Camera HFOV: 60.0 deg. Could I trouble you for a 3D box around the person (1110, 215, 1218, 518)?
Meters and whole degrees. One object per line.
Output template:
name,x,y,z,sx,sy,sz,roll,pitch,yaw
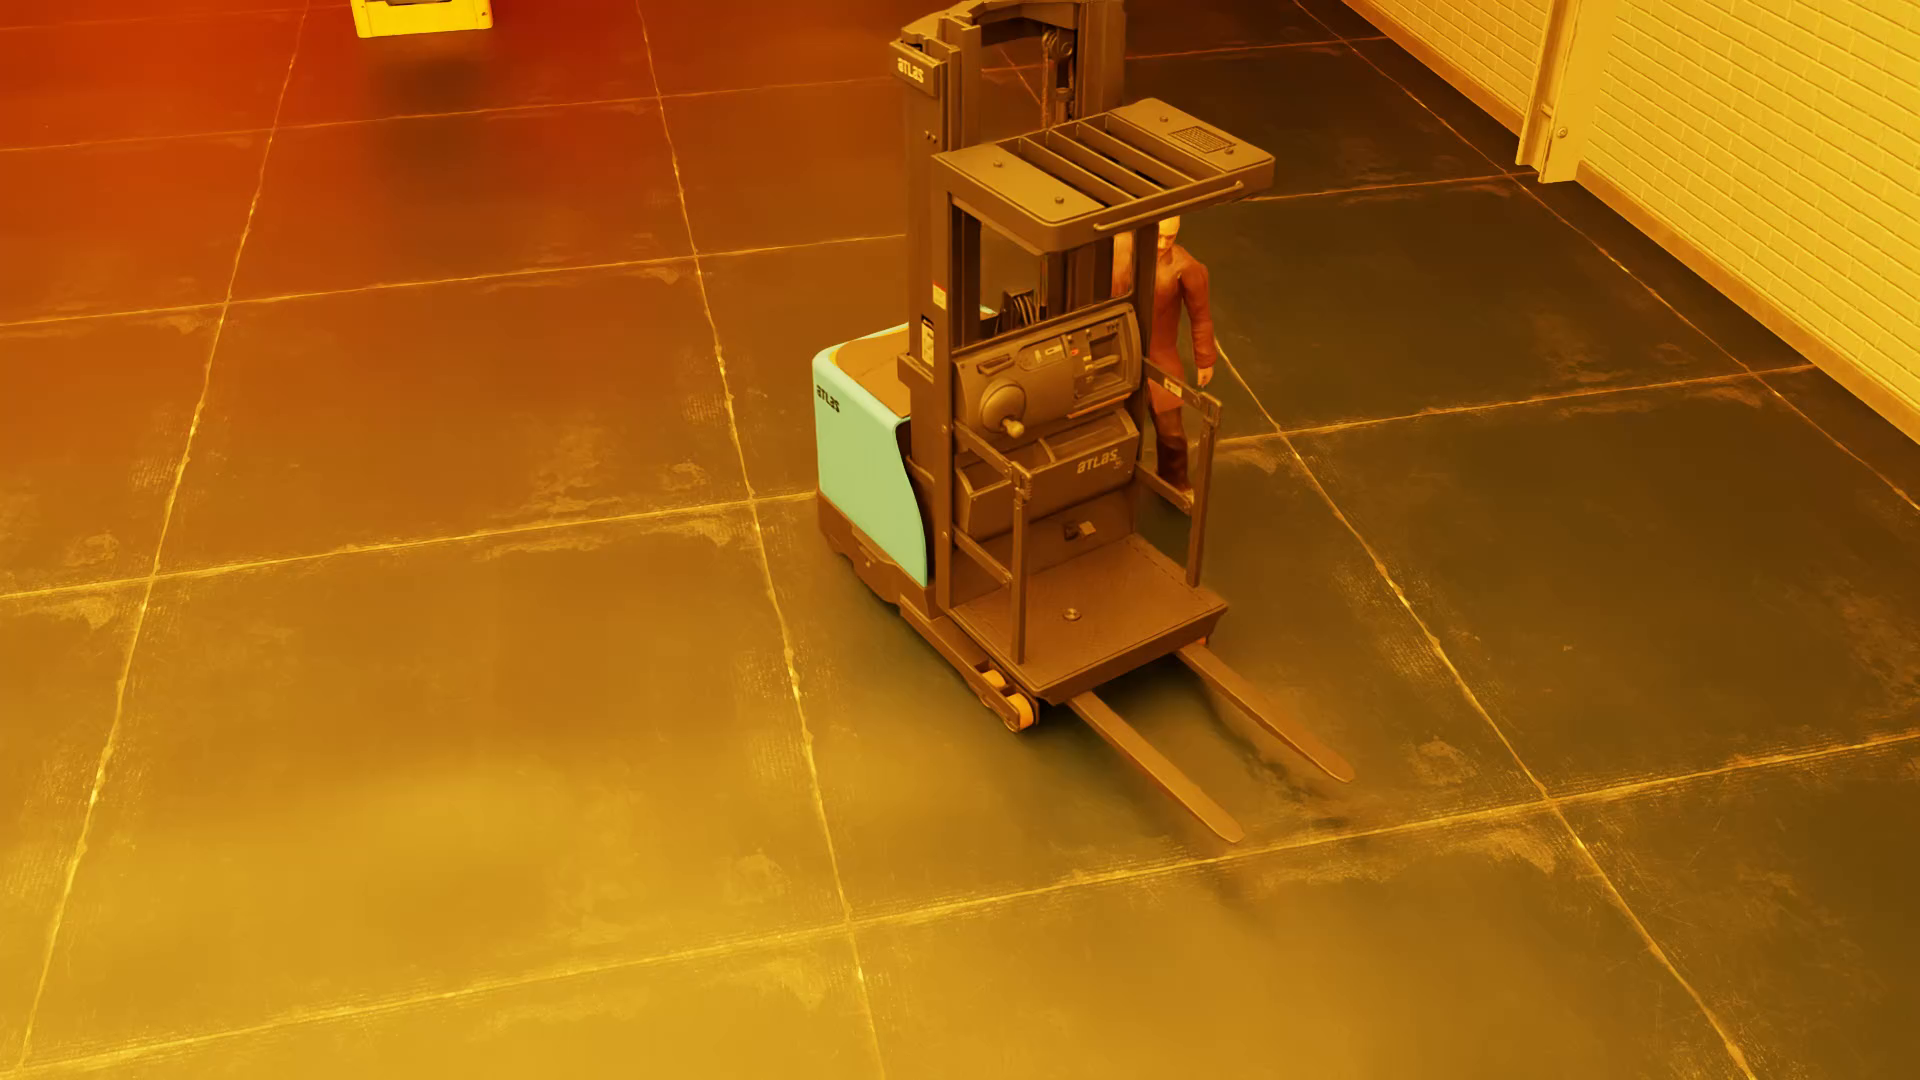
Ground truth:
person,0.915,-0.956,8.455,0.931,1.752,0.529,16,39,21

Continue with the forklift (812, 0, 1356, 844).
forklift,0.511,-0.661,6.968,1.130,2.935,3.031,-21,41,-27
